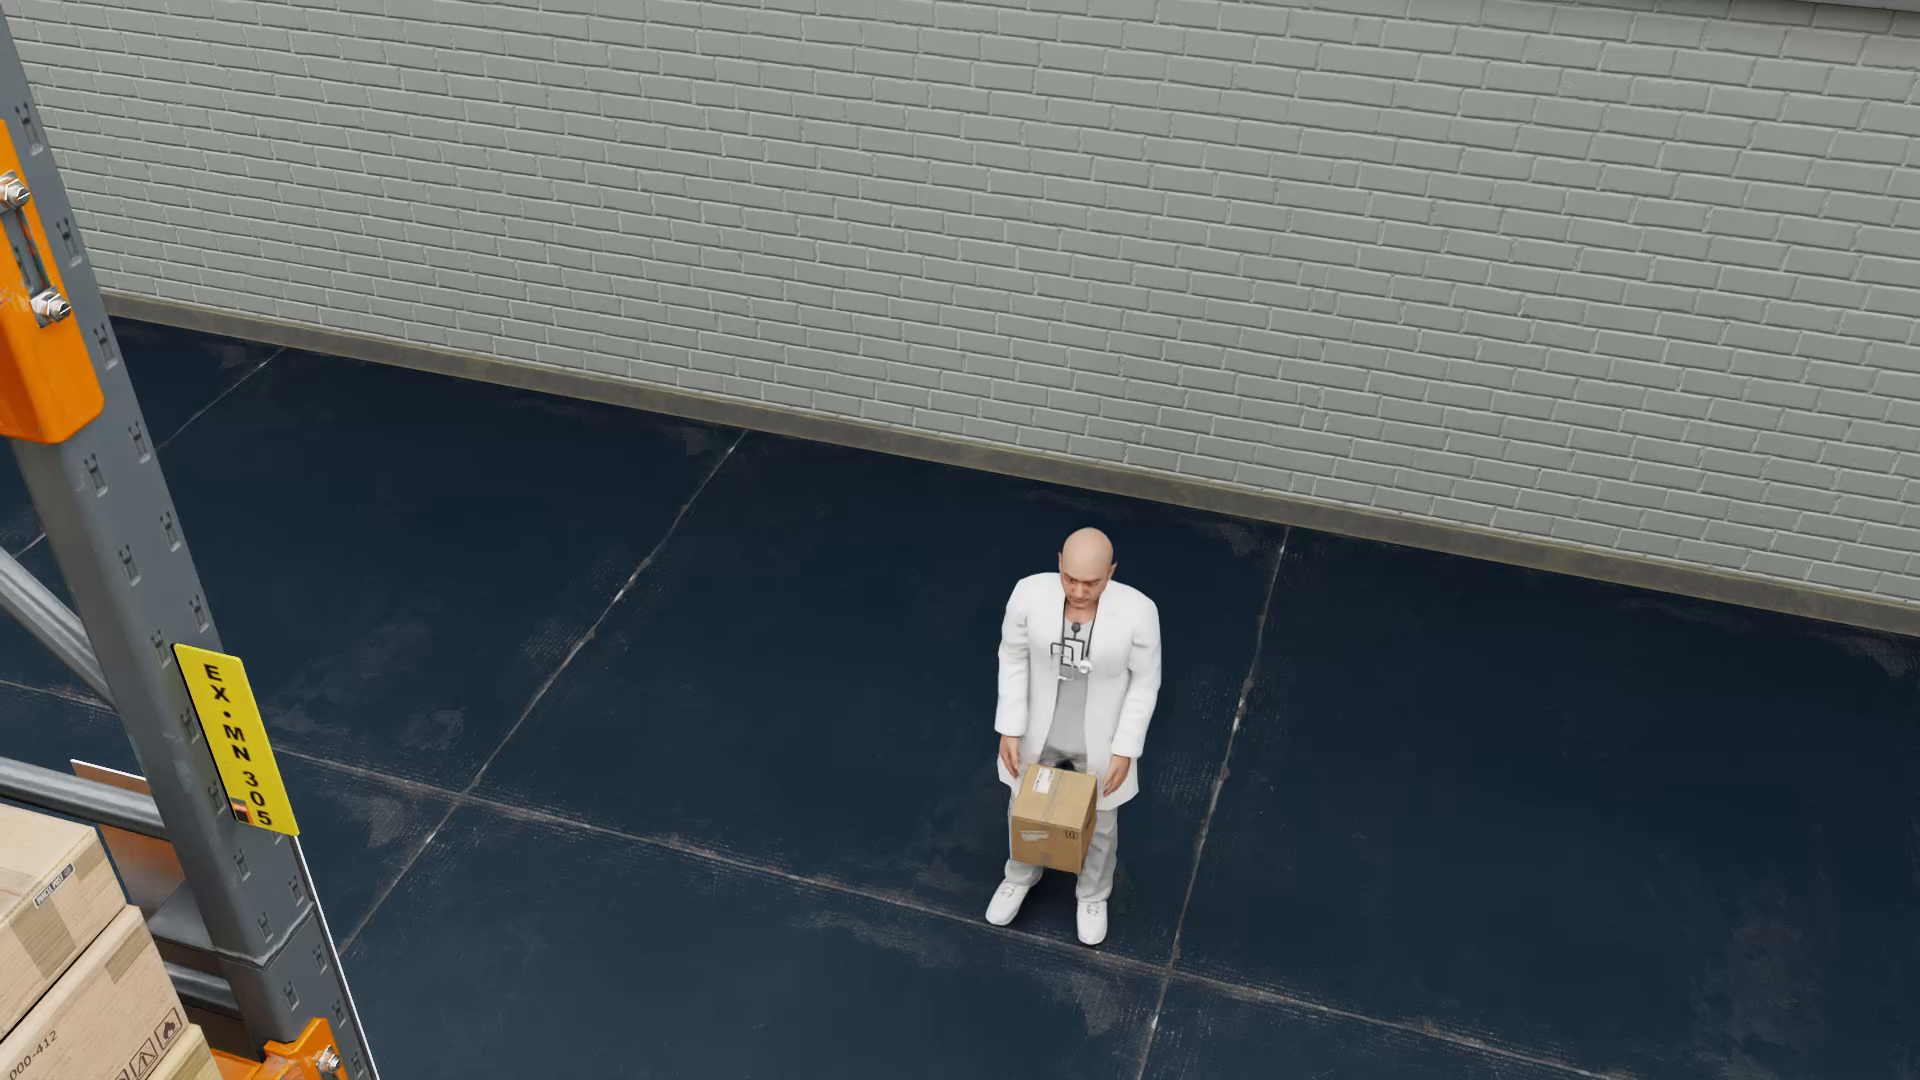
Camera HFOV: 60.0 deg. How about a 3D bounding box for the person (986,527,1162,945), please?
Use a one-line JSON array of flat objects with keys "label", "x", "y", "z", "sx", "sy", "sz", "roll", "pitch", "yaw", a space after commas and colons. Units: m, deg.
[{"label": "person", "x": 0.403, "y": 0.698, "z": 5.959, "sx": 0.583, "sy": 1.780, "sz": 0.422, "roll": 10, "pitch": 38, "yaw": 13}]
